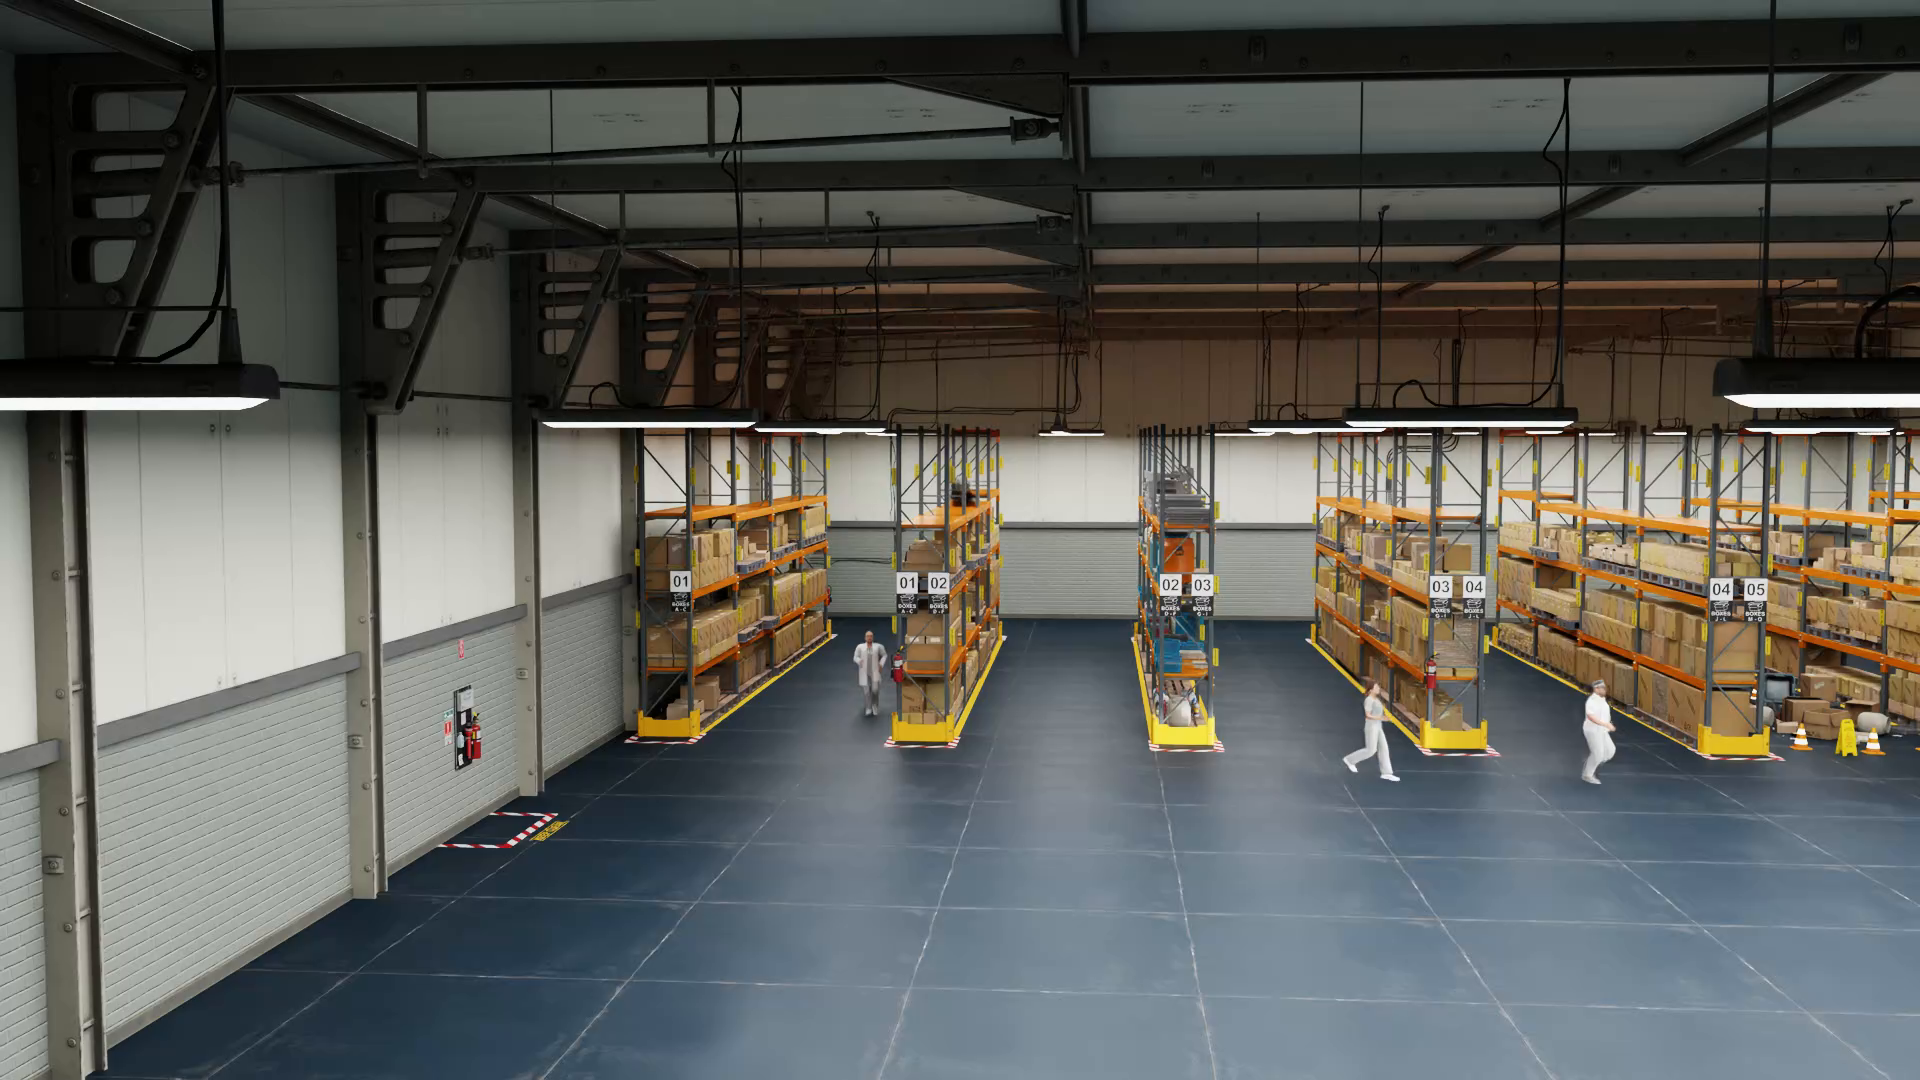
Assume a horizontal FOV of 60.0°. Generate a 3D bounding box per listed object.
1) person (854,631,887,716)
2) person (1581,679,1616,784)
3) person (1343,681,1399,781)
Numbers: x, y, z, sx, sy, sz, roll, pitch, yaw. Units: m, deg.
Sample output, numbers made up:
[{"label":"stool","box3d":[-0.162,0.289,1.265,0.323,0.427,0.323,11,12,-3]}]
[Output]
[{"label":"person","box3d":[-1.852,2.760,34.249,0.687,1.751,0.690,0,3,-1]},{"label":"person","box3d":[10.661,3.175,27.678,0.575,1.747,0.696,3,5,41]},{"label":"person","box3d":[6.907,3.184,27.878,0.935,1.663,0.568,2,4,28]}]
